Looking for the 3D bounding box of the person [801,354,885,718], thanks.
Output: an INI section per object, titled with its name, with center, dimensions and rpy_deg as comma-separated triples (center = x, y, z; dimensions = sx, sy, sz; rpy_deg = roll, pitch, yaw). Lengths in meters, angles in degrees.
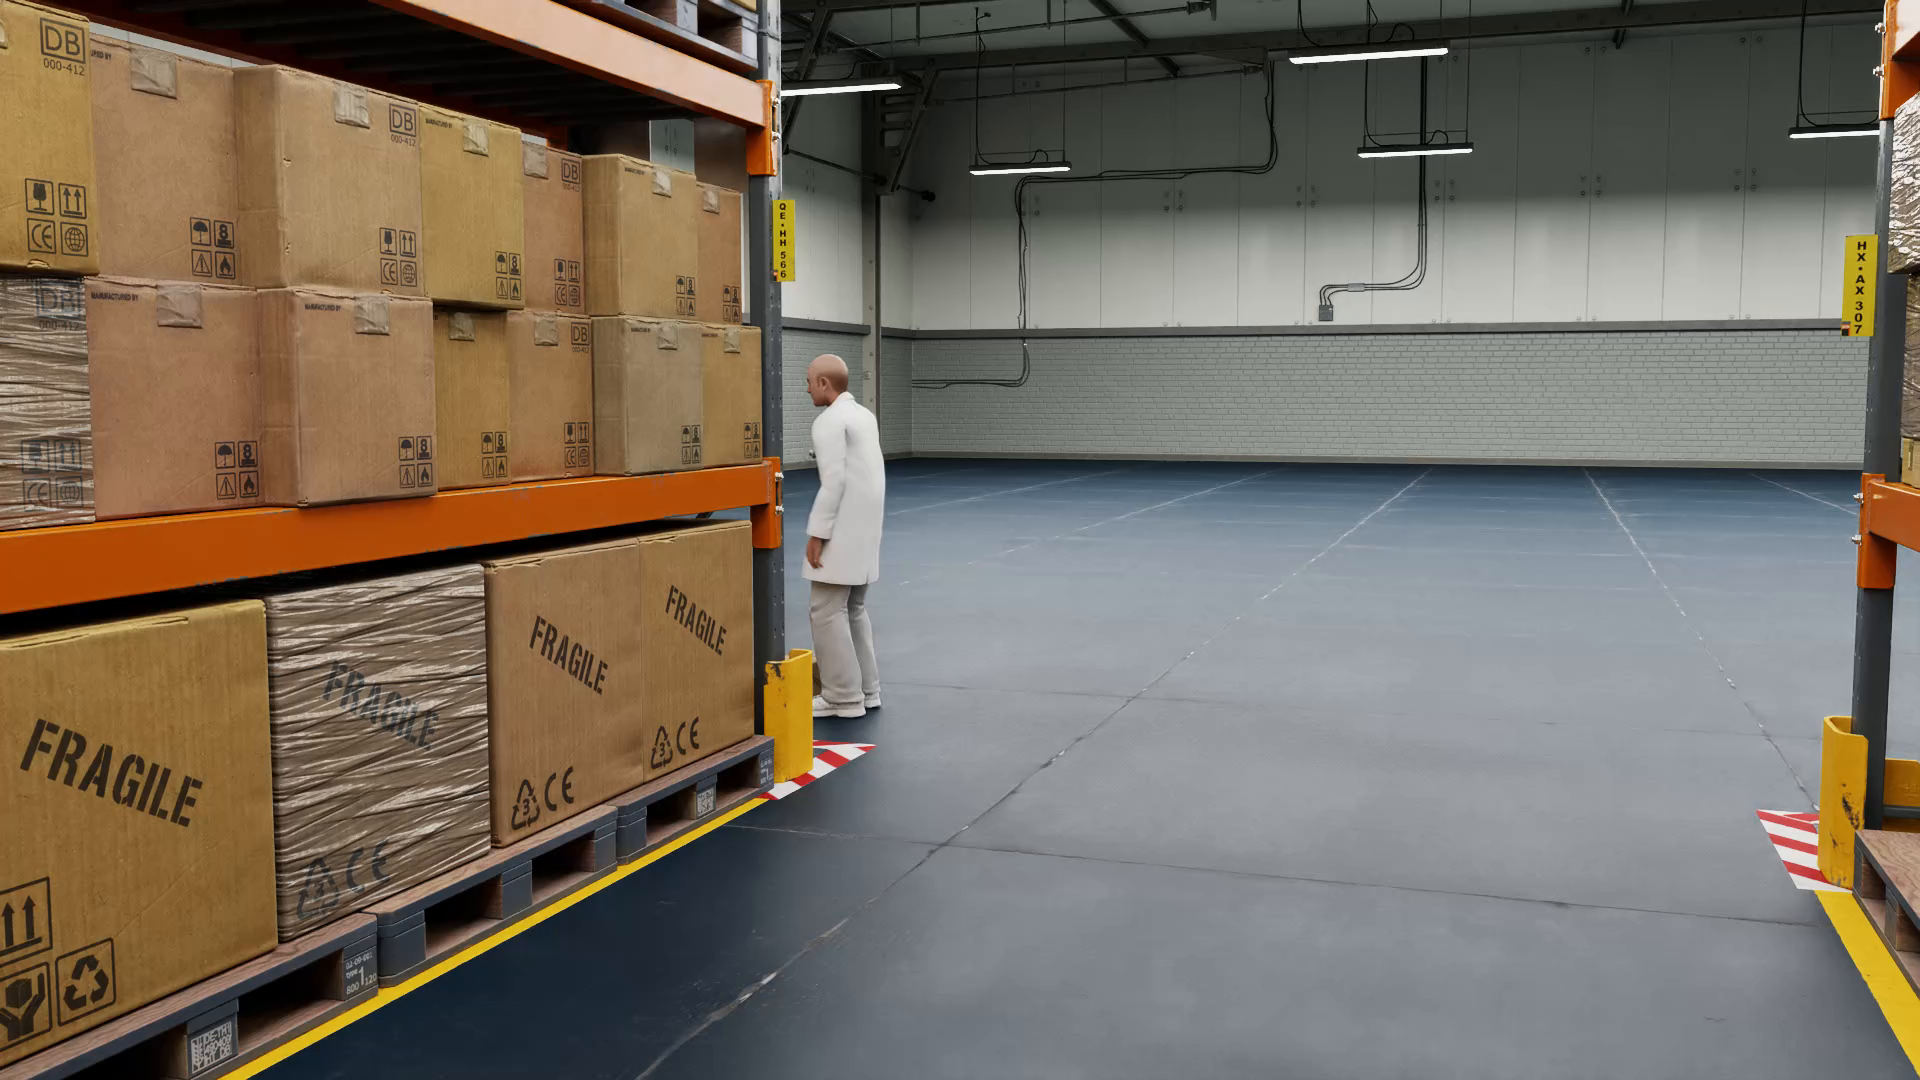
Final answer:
[person]
center = -0.591, -0.026, 8.223
dimensions = 0.427, 1.773, 0.641
rpy_deg = 2, 5, 18
